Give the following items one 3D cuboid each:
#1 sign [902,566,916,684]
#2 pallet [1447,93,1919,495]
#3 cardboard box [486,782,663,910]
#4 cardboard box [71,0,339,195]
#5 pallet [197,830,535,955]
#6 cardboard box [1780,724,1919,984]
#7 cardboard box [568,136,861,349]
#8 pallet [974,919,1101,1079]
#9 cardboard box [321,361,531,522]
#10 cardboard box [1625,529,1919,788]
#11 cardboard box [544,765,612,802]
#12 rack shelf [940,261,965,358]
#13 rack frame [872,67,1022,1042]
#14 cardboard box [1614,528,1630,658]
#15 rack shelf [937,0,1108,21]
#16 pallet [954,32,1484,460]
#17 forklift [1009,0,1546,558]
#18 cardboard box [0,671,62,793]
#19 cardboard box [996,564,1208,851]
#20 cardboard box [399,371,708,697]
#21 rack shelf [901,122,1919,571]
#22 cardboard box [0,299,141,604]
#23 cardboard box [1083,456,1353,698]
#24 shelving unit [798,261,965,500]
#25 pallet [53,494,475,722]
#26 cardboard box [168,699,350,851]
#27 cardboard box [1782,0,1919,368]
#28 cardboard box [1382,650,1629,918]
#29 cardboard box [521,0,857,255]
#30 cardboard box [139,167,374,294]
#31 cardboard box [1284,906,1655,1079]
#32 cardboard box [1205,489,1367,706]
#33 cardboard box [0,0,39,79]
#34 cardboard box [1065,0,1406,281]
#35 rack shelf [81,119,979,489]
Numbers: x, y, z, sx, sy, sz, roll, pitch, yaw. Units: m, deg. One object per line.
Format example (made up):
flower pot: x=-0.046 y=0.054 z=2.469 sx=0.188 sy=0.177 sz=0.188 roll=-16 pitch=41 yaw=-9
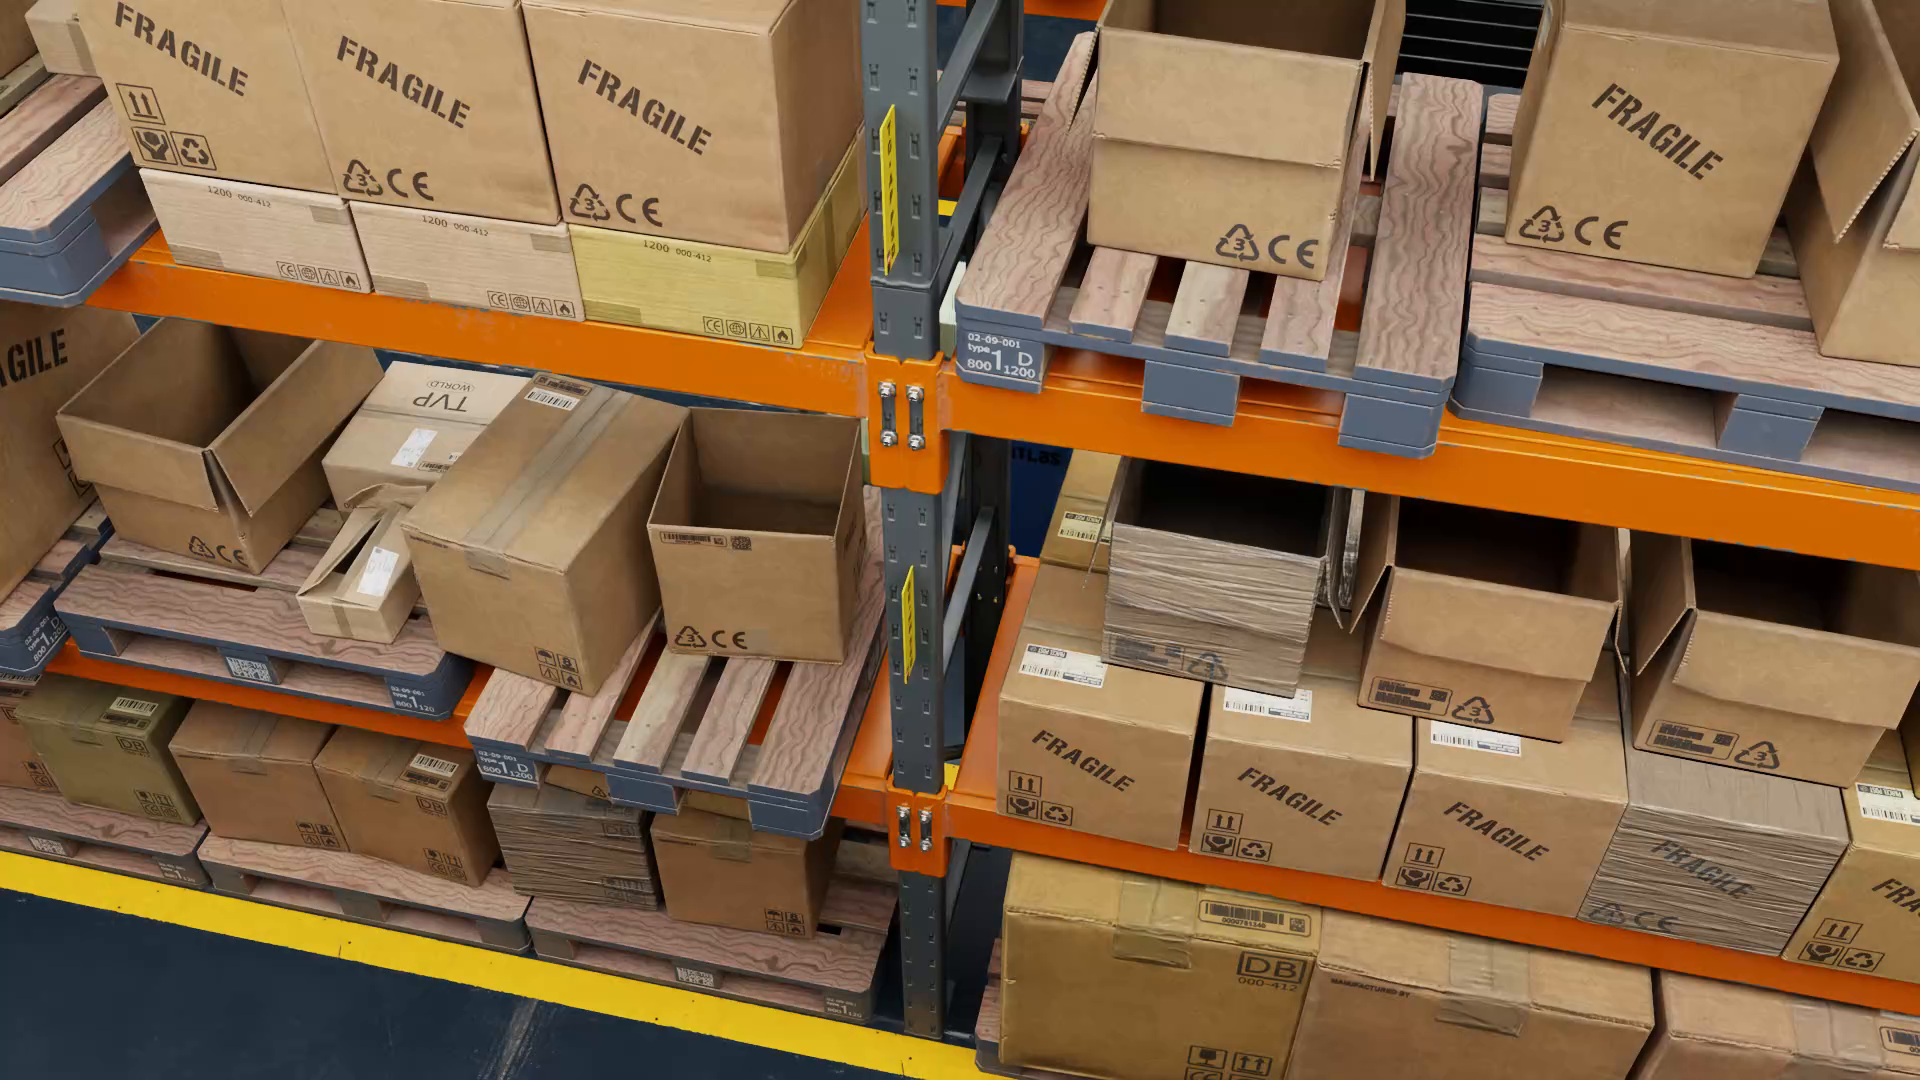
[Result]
sign: x=-0.124 y=0.208 z=4.053 sx=0.005 sy=0.325 sz=0.100 roll=9 pitch=45 yaw=9
pallet: x=1.718 y=-0.556 z=3.598 sx=1.213 sy=0.211 sz=1.003 roll=11 pitch=45 yaw=11
cardboard box: x=-1.217 y=0.807 z=5.694 sx=0.500 sy=0.500 sz=0.700 roll=5 pitch=44 yaw=6
cardboard box: x=-1.517 y=-1.128 z=3.623 sx=0.500 sy=0.500 sz=0.500 roll=10 pitch=45 yaw=10
pallet: x=-1.964 y=0.927 z=6.095 sx=1.213 sy=0.211 sz=1.003 roll=9 pitch=45 yaw=9
cardboard box: x=2.380 y=0.757 z=4.188 sx=0.500 sy=0.500 sz=0.500 roll=8 pitch=45 yaw=9
cardboard box: x=-0.532 y=-0.705 z=3.725 sx=0.500 sy=0.250 sz=0.500 roll=9 pitch=45 yaw=9
pallet: x=0.739 y=1.403 z=5.600 sx=1.213 sy=0.211 sz=1.003 roll=9 pitch=45 yaw=9
cardboard box: x=-1.600 y=-0.279 z=5.142 sx=0.500 sy=0.250 sz=0.500 roll=8 pitch=44 yaw=8
cardboard box: x=1.987 y=0.150 z=4.096 sx=0.637 sy=0.503 sz=0.797 roll=10 pitch=45 yaw=10
cardboard box: x=-1.195 y=0.545 z=5.425 sx=0.500 sy=0.250 sz=0.500 roll=14 pitch=46 yaw=14
rack shelf: x=-0.233 y=-0.865 z=6.464 sx=0.720 sy=0.370 sz=0.431 roll=10 pitch=45 yaw=10
rack frame: x=-0.014 y=0.228 z=4.810 sx=0.127 sy=3.000 sz=1.000 roll=9 pitch=45 yaw=9
cardboard box: x=2.010 y=0.332 z=4.630 sx=0.500 sy=0.500 sz=0.500 roll=10 pitch=45 yaw=10
rack shelf: x=-0.885 y=-3.168 z=8.857 sx=4.000 sy=0.370 sz=1.077 roll=9 pitch=45 yaw=9
pallet: x=0.626 y=-0.723 z=3.772 sx=1.003 sy=0.211 sz=1.213 roll=11 pitch=45 yaw=11
forklift: x=1.643 y=-0.836 z=5.965 sx=3.031 sy=2.935 sz=1.130 roll=10 pitch=45 yaw=10
cardboard box: x=-3.323 y=0.472 z=6.042 sx=0.500 sy=0.500 sz=0.700 roll=6 pitch=44 yaw=6
cardboard box: x=0.401 y=0.449 z=4.508 sx=0.500 sy=0.500 sz=0.500 roll=10 pitch=45 yaw=10
cardboard box: x=-1.117 y=-0.031 z=4.704 sx=0.500 sy=0.500 sz=0.700 roll=15 pitch=46 yaw=15
rack shelf: x=1.937 y=-0.291 z=3.705 sx=4.000 sy=0.370 sz=1.077 roll=9 pitch=45 yaw=9
cardboard box: x=-3.173 y=-0.530 z=4.863 sx=1.000 sy=1.000 sz=1.000 roll=9 pitch=45 yaw=9
cardboard box: x=0.696 y=-0.048 z=4.301 sx=0.637 sy=0.503 sz=0.797 roll=10 pitch=45 yaw=10
shelving unit: x=-0.233 y=-0.583 z=6.735 sx=0.755 sy=1.500 sz=0.431 roll=10 pitch=45 yaw=10
pallet: x=-1.955 y=0.025 z=5.160 sx=1.213 sy=0.211 sz=1.003 roll=9 pitch=45 yaw=9
cardboard box: x=-2.316 y=0.641 z=5.866 sx=0.500 sy=0.500 sz=0.700 roll=5 pitch=44 yaw=5
cardboard box: x=1.984 y=-0.747 z=3.282 sx=0.637 sy=0.503 sz=0.797 roll=8 pitch=45 yaw=8
cardboard box: x=1.405 y=0.601 z=4.350 sx=0.500 sy=0.500 sz=0.500 roll=8 pitch=44 yaw=8
cardboard box: x=-0.535 y=-0.972 z=3.461 sx=0.500 sy=0.500 sz=0.500 roll=10 pitch=45 yaw=10
cardboard box: x=-1.508 y=-0.849 z=3.874 sx=0.500 sy=0.250 sz=0.500 roll=10 pitch=45 yaw=10
cardboard box: x=1.523 y=1.101 z=5.133 sx=0.875 sy=0.875 sz=1.225 roll=9 pitch=45 yaw=9
cardboard box: x=1.007 y=0.178 z=4.790 sx=0.500 sy=0.500 sz=0.500 roll=8 pitch=45 yaw=9
cardboard box: x=-2.561 y=-1.367 z=3.927 sx=0.637 sy=0.503 sz=0.797 roll=11 pitch=45 yaw=11
cardboard box: x=0.597 y=-0.998 z=3.543 sx=0.637 sy=0.503 sz=0.797 roll=11 pitch=45 yaw=11
rack shelf: x=-1.966 y=-0.897 z=4.334 sx=4.000 sy=0.370 sz=1.077 roll=9 pitch=45 yaw=9
